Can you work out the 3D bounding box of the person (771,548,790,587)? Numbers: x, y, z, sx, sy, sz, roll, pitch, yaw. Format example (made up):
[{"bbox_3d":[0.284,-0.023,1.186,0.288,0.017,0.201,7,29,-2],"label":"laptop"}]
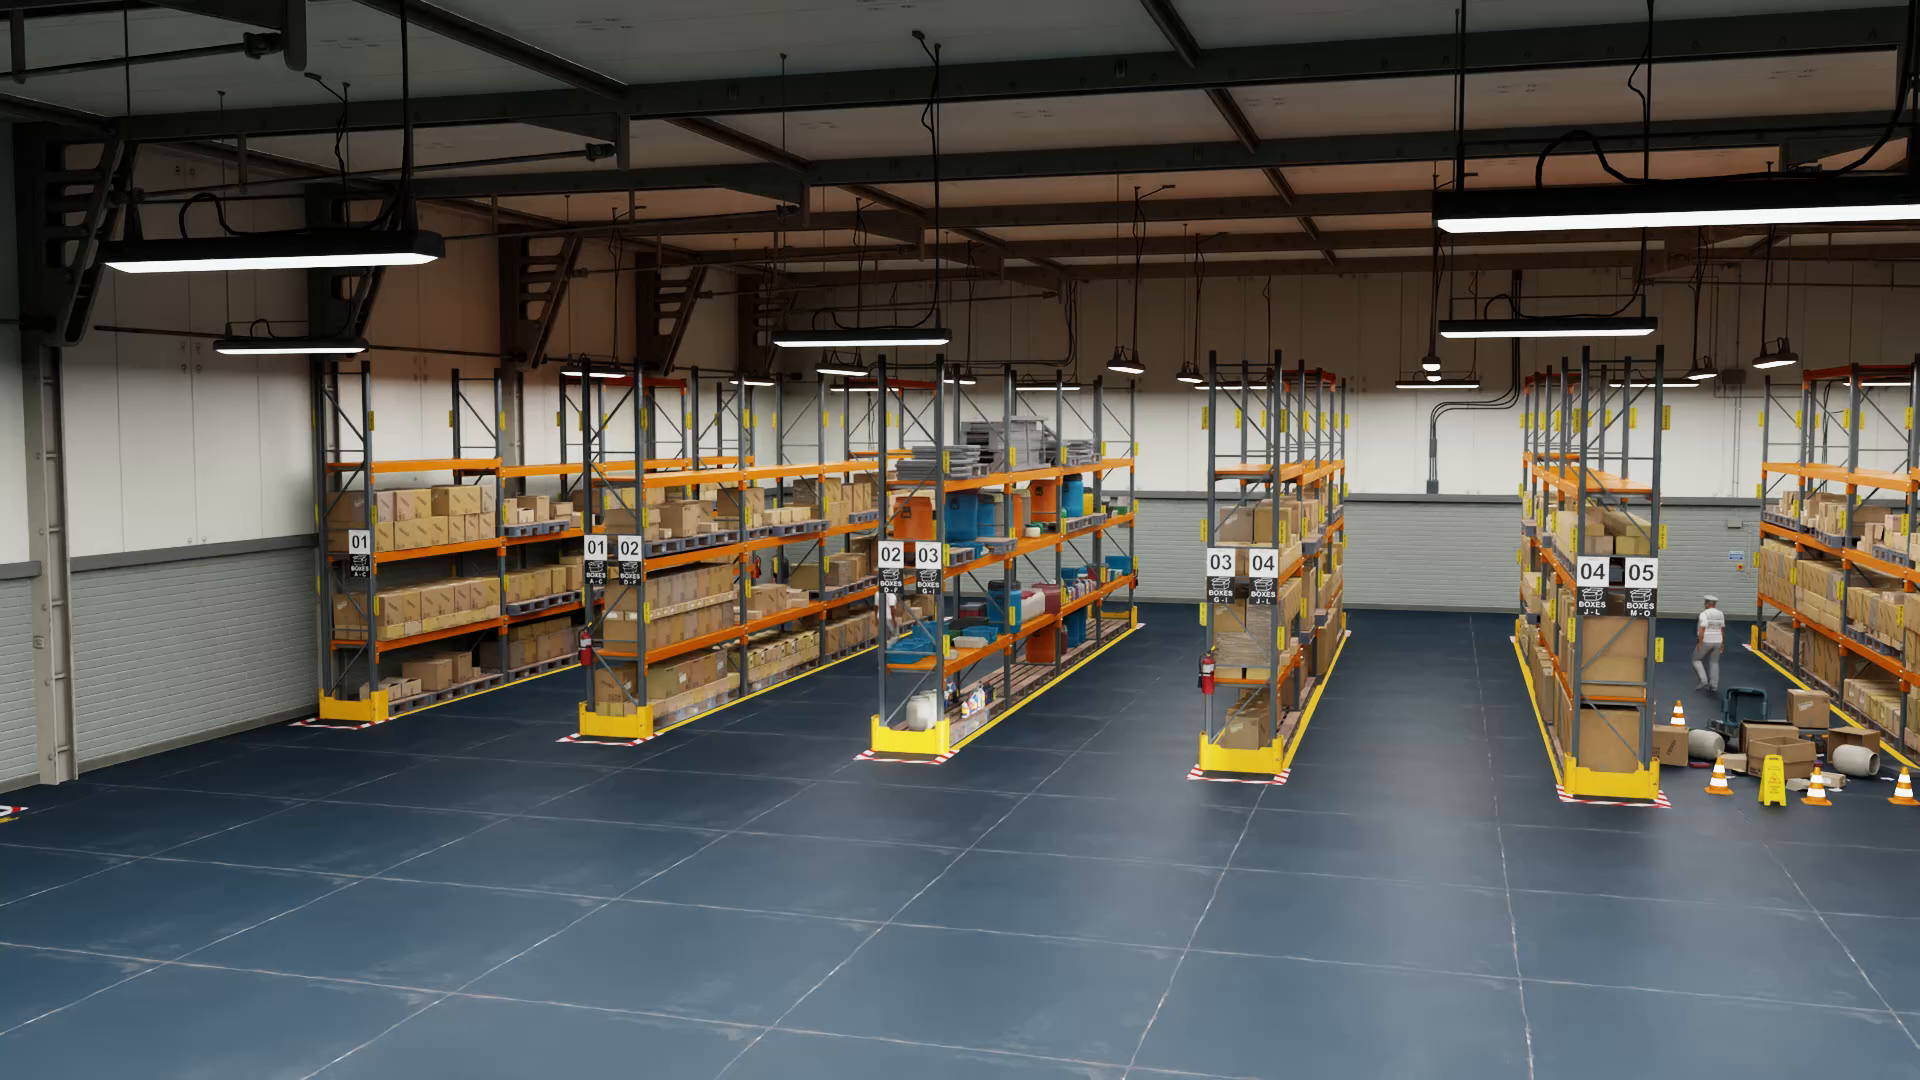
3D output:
[{"bbox_3d":[-4.680,1.015,43.994,0.913,1.686,0.537,4,5,41],"label":"person"}]

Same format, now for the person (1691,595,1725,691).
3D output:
[{"bbox_3d":[13.930,1.930,30.905,0.580,1.789,0.413,-1,4,-14],"label":"person"}]

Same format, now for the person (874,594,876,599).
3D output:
[{"bbox_3d":[-2.039,1.135,42.989,0.914,1.548,0.397,-4,6,-43],"label":"person"}]

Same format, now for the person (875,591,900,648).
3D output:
[{"bbox_3d":[-1.547,1.654,34.567,0.616,1.767,0.477,4,6,43],"label":"person"}]
